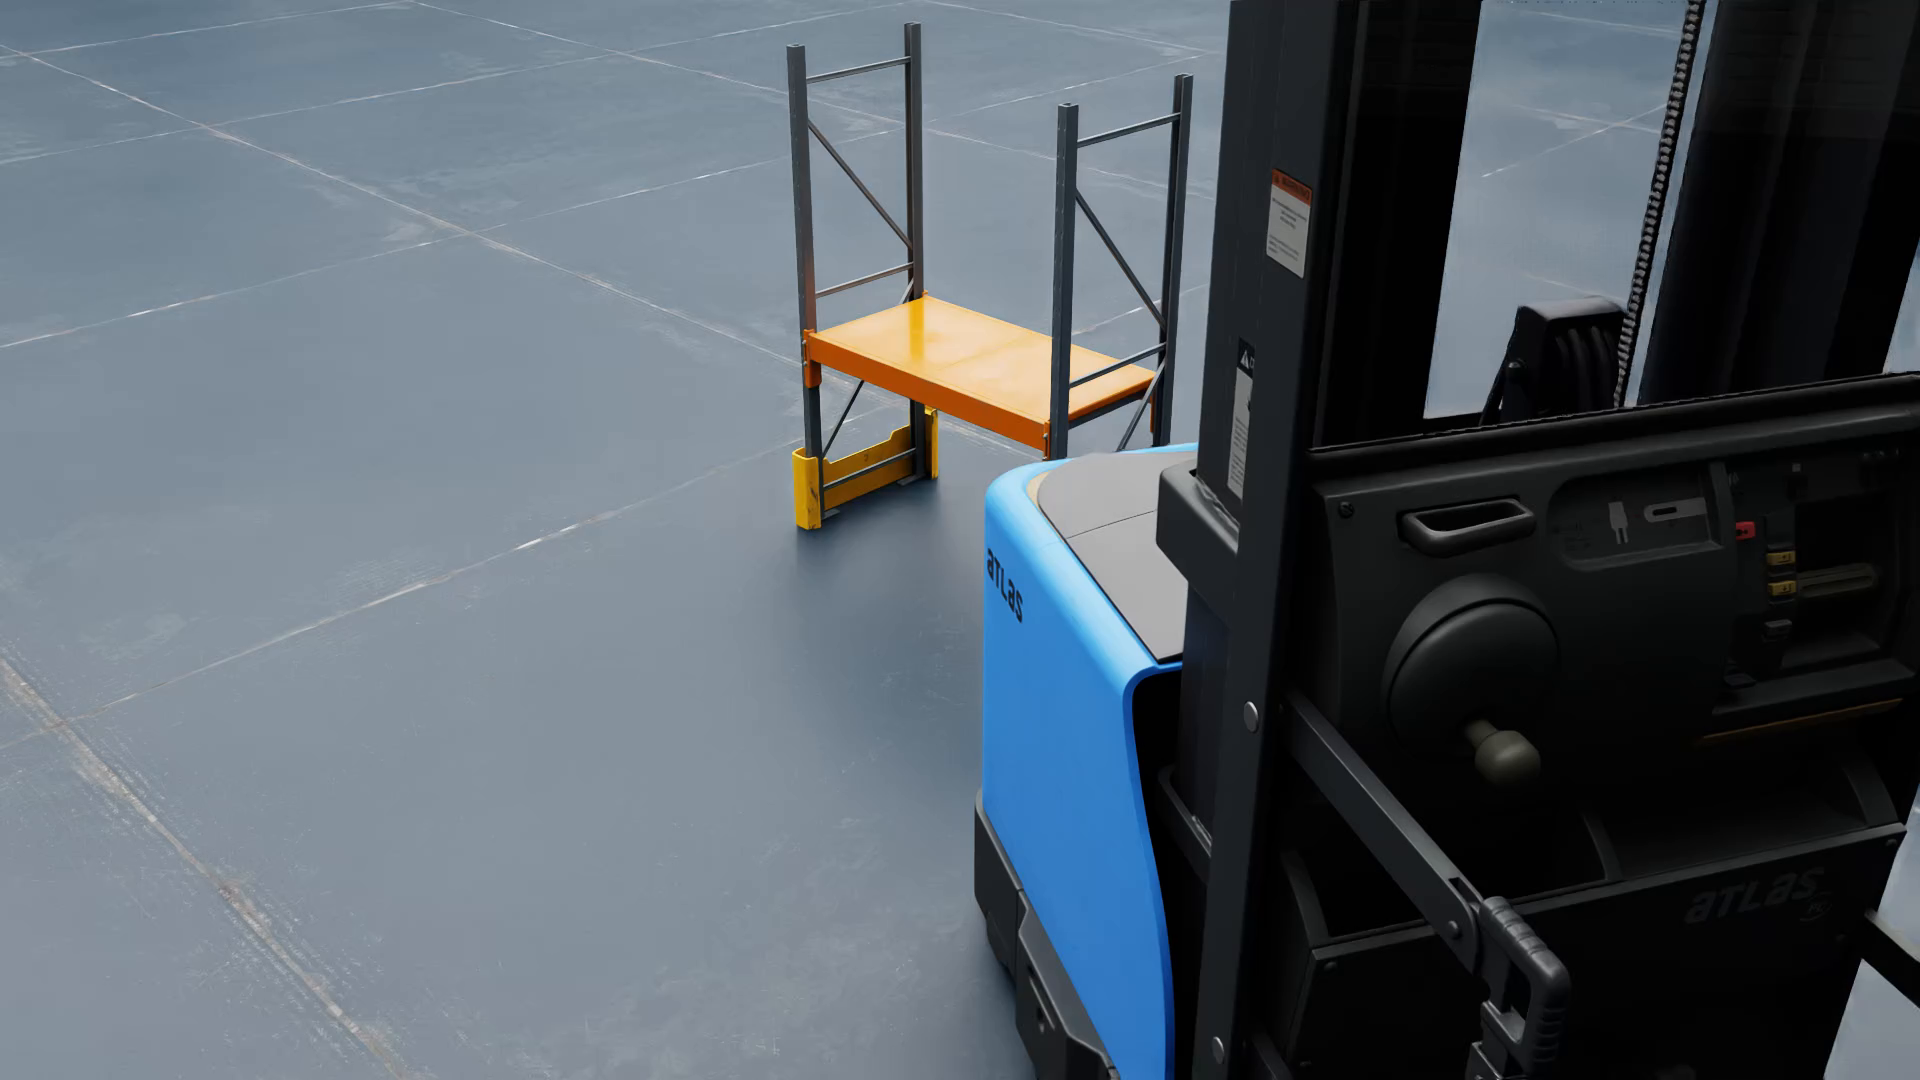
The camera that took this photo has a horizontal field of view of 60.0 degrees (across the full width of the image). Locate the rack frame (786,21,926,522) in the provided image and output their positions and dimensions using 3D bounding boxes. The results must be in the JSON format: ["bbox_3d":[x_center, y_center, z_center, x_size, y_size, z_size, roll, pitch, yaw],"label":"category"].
[{"bbox_3d":[-0.302,-0.802,5.163,0.032,1.500,0.500,25,36,38],"label":"rack frame"}]

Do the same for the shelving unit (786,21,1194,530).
[{"bbox_3d":[0.054,-0.639,4.854,1.083,1.500,0.587,25,36,38],"label":"shelving unit"}]

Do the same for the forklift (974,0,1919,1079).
[{"bbox_3d":[0.942,0.104,1.902,1.130,2.935,3.031,-8,29,-15],"label":"forklift"}]

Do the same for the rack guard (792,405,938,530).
[{"bbox_3d":[-0.301,-0.248,5.454,0.087,0.250,0.587,25,36,38],"label":"rack guard"}]

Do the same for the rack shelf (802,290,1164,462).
[{"bbox_3d":[0.061,-0.477,4.932,1.000,0.185,0.538,25,36,38],"label":"rack shelf"}]

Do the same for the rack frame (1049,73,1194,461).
[{"bbox_3d":[0.423,-0.470,4.533,0.032,1.500,0.500,25,36,38],"label":"rack frame"}]
